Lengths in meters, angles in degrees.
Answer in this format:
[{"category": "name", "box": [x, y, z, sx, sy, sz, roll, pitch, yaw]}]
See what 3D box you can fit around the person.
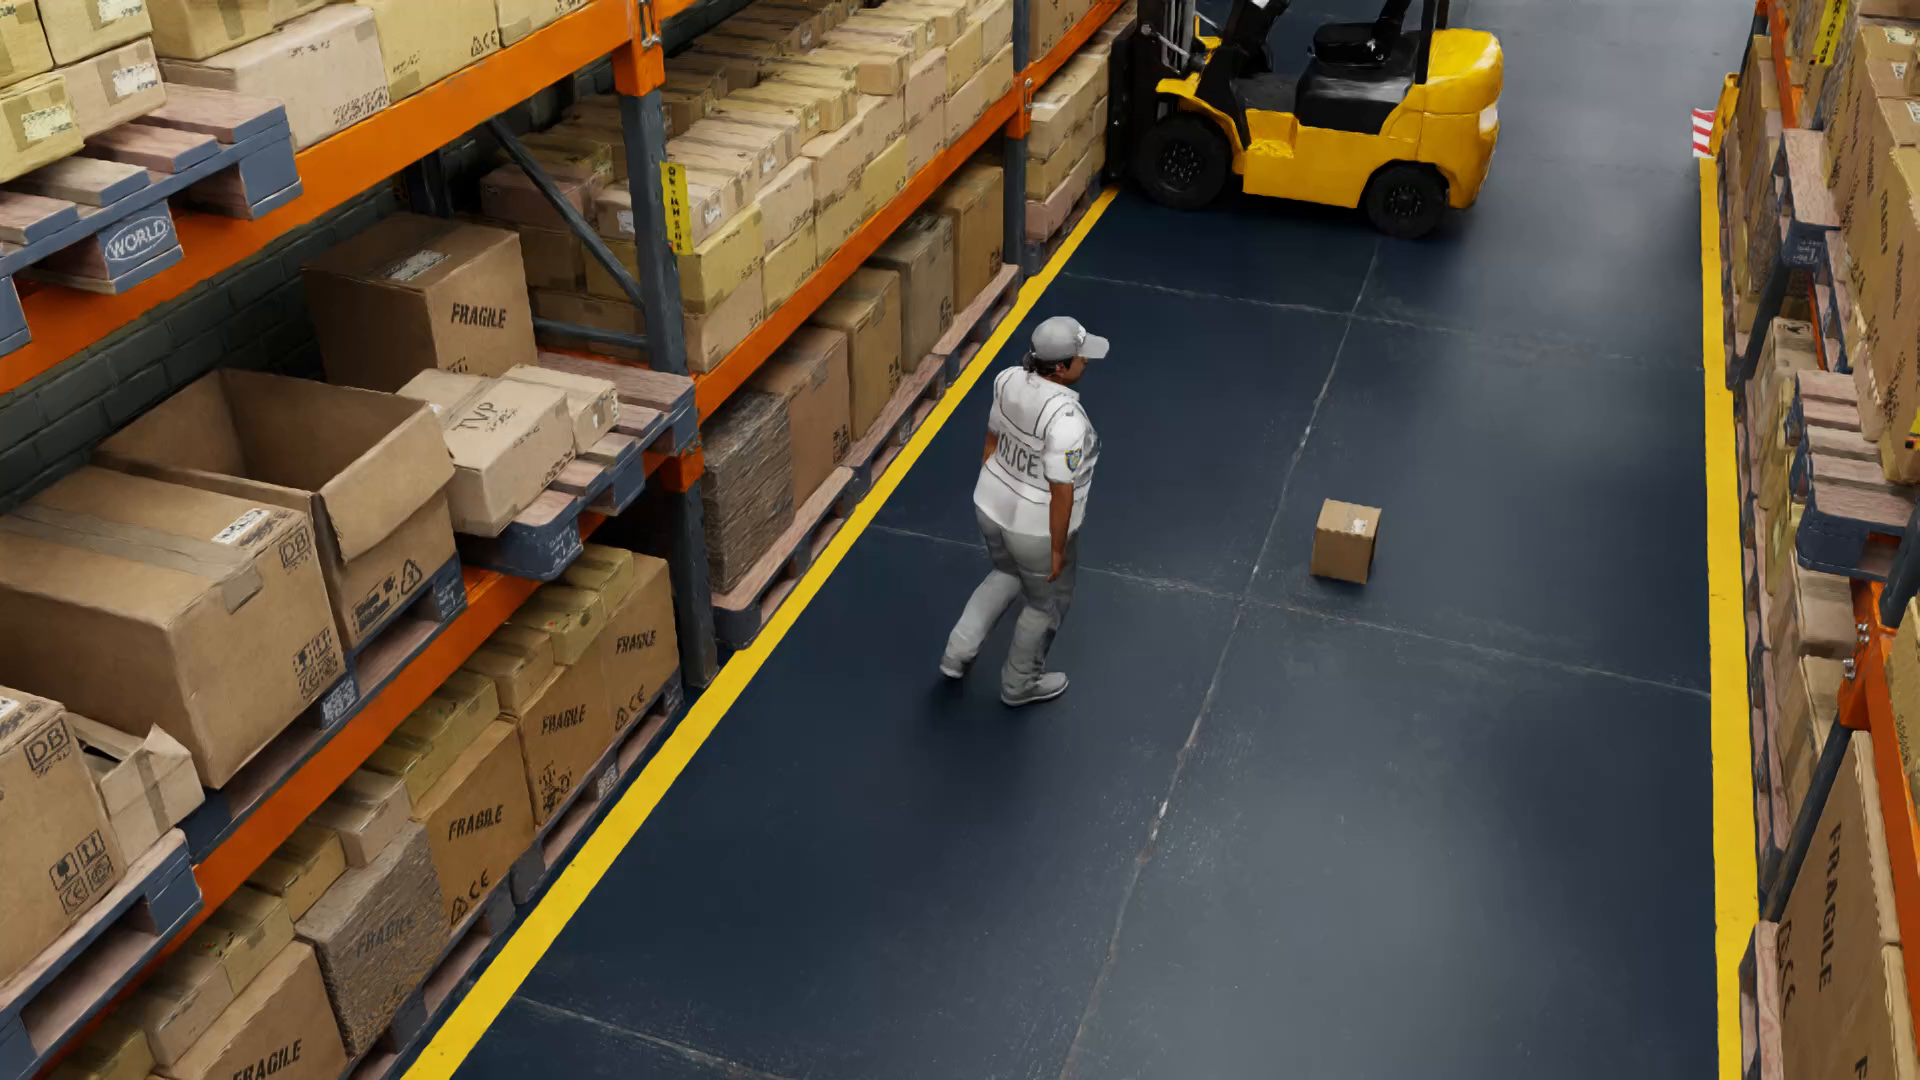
[{"category": "person", "box": [0.220, -0.077, 6.255, 0.582, 1.655, 0.547, -20, 38, -28]}]
